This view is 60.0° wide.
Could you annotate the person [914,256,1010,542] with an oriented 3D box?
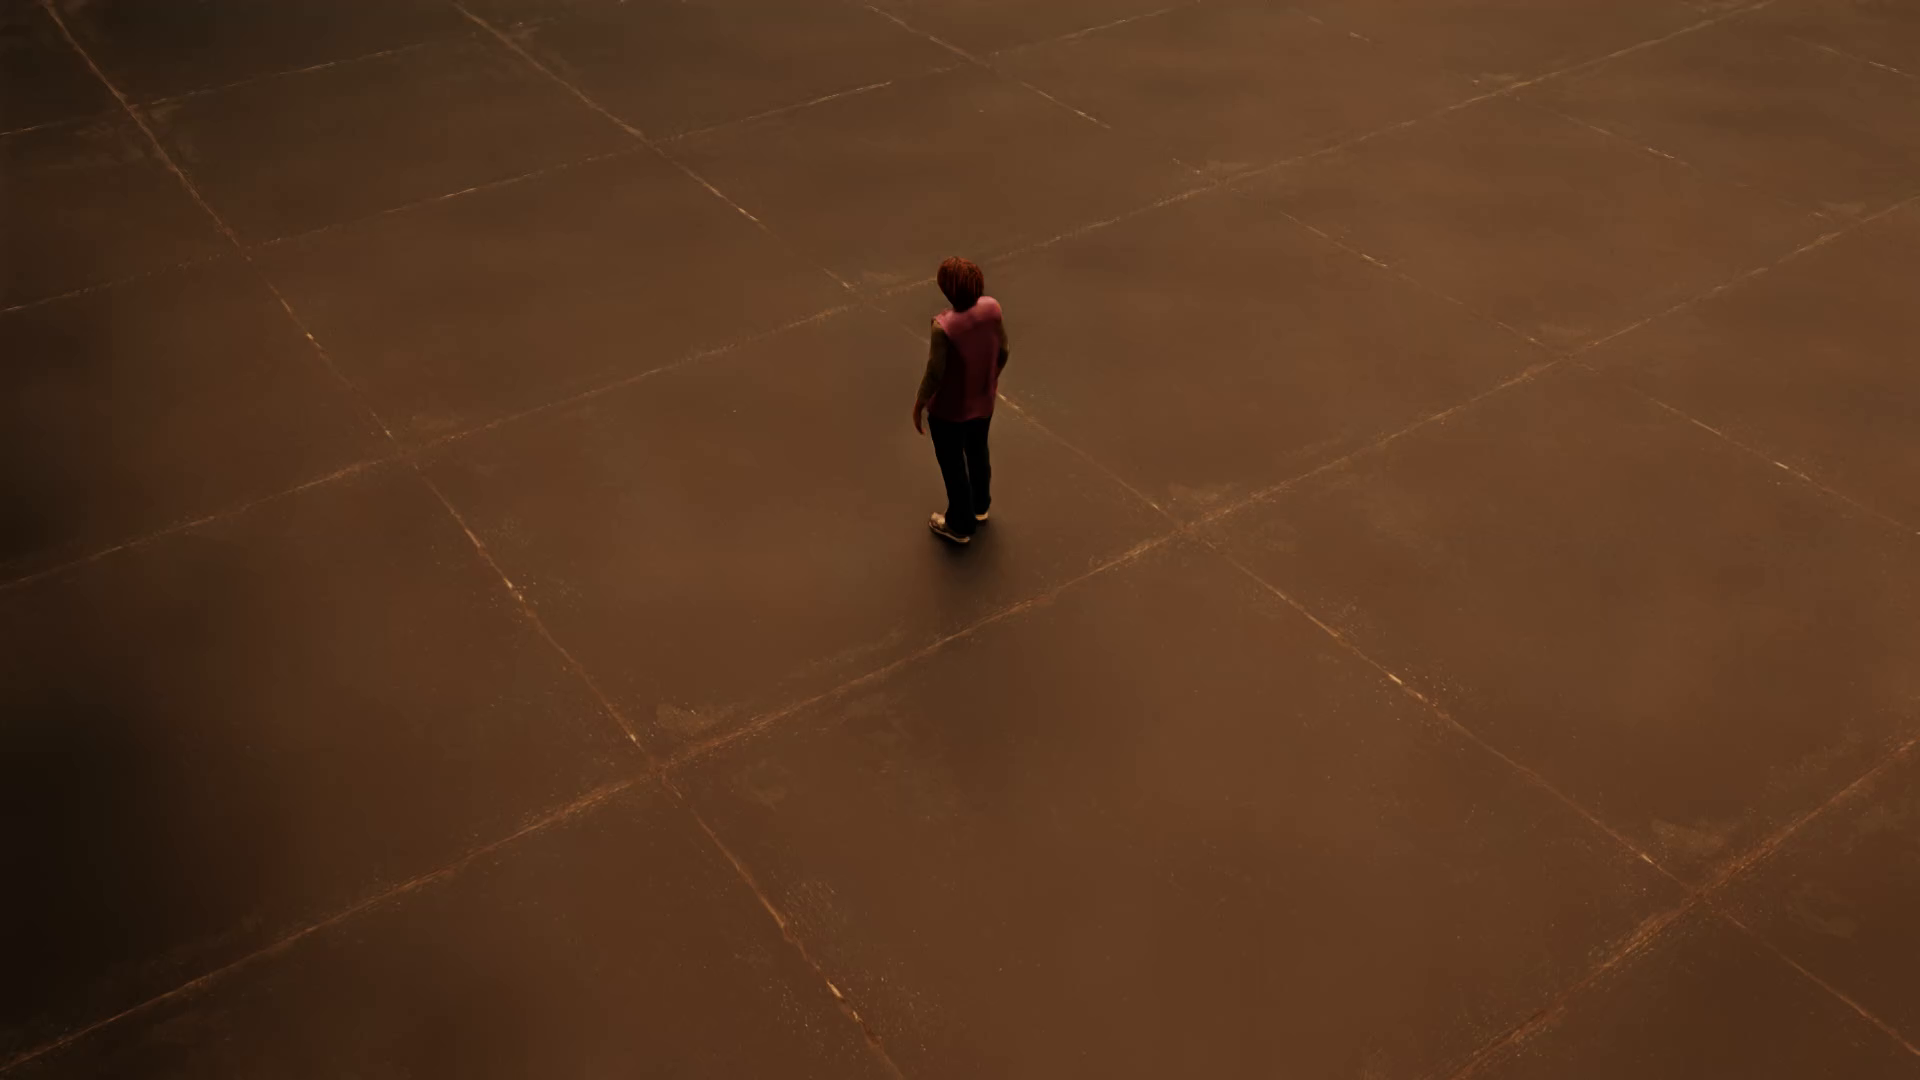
[{"bbox_3d":[-0.032,-0.688,7.986,0.520,1.597,0.474,-23,42,-28],"label":"person"}]
